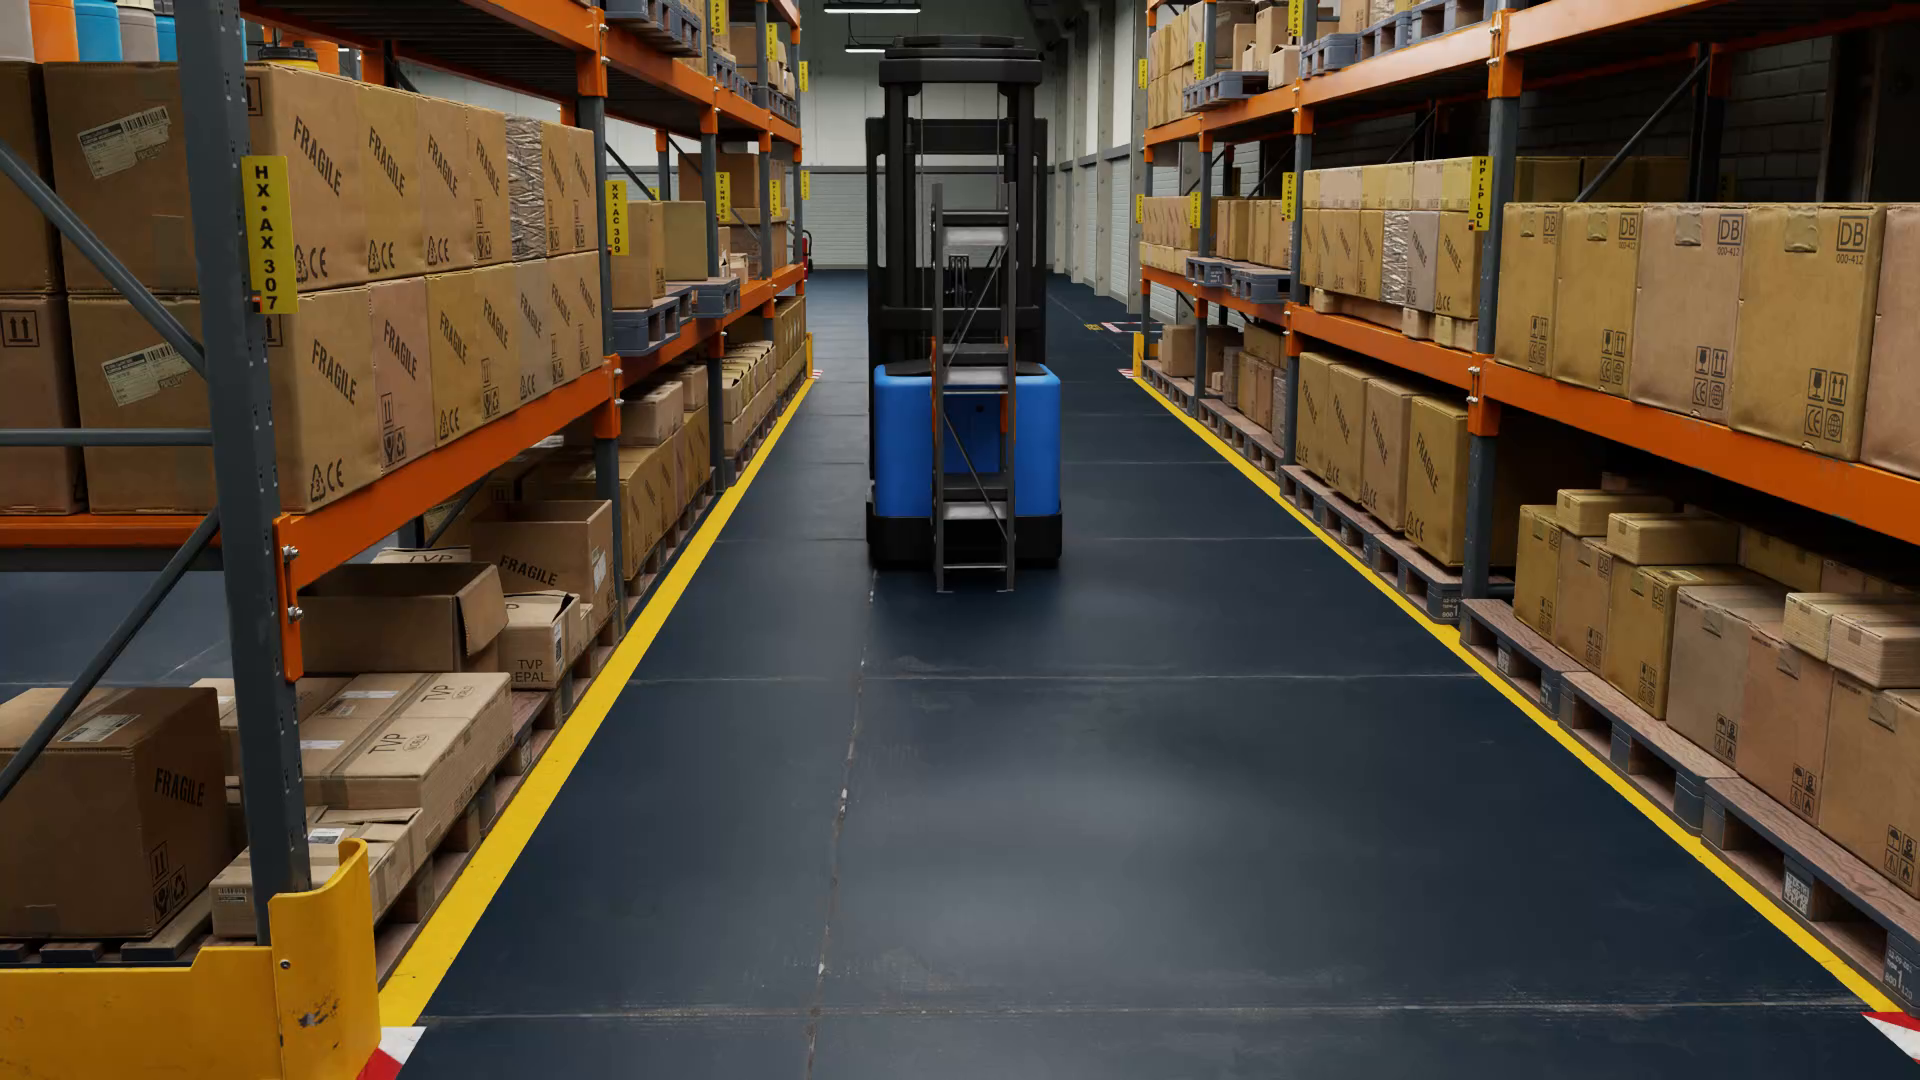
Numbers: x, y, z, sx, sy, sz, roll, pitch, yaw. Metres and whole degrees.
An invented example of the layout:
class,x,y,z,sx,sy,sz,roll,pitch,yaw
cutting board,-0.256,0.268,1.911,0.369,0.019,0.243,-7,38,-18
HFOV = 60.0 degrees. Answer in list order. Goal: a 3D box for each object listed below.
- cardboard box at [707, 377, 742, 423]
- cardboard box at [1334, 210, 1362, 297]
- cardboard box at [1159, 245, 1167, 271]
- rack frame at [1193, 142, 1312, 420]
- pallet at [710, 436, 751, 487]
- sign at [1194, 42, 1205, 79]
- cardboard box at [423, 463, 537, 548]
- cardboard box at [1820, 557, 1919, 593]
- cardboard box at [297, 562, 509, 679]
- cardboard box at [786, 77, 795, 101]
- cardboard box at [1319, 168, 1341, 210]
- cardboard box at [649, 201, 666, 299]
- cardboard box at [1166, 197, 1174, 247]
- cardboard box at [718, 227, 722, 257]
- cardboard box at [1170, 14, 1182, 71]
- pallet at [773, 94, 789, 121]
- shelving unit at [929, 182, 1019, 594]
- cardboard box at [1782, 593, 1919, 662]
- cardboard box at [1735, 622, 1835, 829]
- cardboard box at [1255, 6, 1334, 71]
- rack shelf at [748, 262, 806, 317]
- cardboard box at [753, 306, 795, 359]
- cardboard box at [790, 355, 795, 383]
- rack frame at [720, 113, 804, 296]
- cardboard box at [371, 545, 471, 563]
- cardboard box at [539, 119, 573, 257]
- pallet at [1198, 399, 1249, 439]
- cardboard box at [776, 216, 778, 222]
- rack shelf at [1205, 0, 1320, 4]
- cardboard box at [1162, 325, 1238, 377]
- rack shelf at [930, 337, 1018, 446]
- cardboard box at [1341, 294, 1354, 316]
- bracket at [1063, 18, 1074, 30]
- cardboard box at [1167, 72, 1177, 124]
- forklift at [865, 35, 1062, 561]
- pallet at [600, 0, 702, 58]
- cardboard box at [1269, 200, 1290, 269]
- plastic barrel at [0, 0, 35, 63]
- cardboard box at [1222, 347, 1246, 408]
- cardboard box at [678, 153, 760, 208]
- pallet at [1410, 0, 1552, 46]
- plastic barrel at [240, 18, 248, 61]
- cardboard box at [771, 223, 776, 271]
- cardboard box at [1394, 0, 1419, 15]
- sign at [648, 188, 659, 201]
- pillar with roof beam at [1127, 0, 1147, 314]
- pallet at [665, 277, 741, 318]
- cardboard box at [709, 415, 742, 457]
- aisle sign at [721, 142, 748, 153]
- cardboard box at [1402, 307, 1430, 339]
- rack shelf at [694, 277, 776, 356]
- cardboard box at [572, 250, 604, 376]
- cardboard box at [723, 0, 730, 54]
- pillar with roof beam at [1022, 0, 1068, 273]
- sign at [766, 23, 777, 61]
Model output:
class,x,y,z,sx,sy,sz,roll,pitch,yaw
cardboard box,-1.874,-1.040,12.091,0.500,0.311,0.500,0,11,1
cardboard box,2.561,-1.727,9.978,0.500,0.500,0.500,0,11,-1
cardboard box,2.361,-2.946,17.364,0.500,0.250,0.500,0,11,-1
rack frame,2.713,-2.618,15.419,1.000,3.000,0.127,0,11,-1
pallet,-2.135,-0.599,12.481,1.003,0.211,1.213,0,11,-1
sign,2.171,-4.338,15.051,0.100,0.325,0.005,0,11,-1
cardboard box,-2.371,-0.094,8.159,0.500,0.500,0.500,0,11,-1
cardboard box,3.027,0.153,5.360,0.380,0.149,0.250,0,11,0
cardboard box,-2.030,0.375,5.840,0.797,0.503,0.637,0,11,-1
cardboard box,-2.034,-4.835,17.773,0.500,0.250,0.500,0,11,-1
cardboard box,2.559,-2.197,10.407,0.500,0.250,0.500,0,11,-2
cardboard box,-1.938,-1.493,8.566,0.700,0.500,0.500,2,12,8
cardboard box,2.379,-3.214,16.797,0.500,0.500,0.500,-1,11,-3
cardboard box,-2.218,-2.289,13.546,0.500,0.500,0.500,0,11,-1
cardboard box,2.389,-4.948,16.543,0.500,0.500,0.500,-1,11,-3
pallet,-2.305,-4.435,17.053,1.003,0.211,1.213,0,11,-1
shelving unit,0.065,-0.800,8.723,0.431,2.100,0.503,-1,11,-3
cardboard box,2.656,0.254,4.860,0.380,0.149,0.250,0,11,0
cardboard box,2.836,0.548,5.042,0.700,0.500,0.500,0,11,-1
cardboard box,2.670,-3.989,13.324,0.500,0.500,0.500,-1,11,-3
rack shelf,-2.281,-2.642,17.346,1.077,0.370,4.000,0,11,-1
cardboard box,-1.957,-2.115,16.913,0.500,0.500,0.500,0,11,-1
cardboard box,-1.956,-1.747,16.987,0.500,0.250,0.500,0,11,-1
rack frame,-2.322,-3.392,19.235,1.000,3.000,0.127,0,11,-1
cardboard box,-2.282,0.180,7.285,0.500,0.311,0.500,0,11,-1
cardboard box,-1.791,-1.344,6.375,0.500,0.500,0.500,0,11,-2
pallet,2.731,-1.097,14.934,1.003,0.211,1.213,0,11,-1
cardboard box,-2.089,-3.375,17.270,0.380,0.149,0.250,0,11,-2
rack shelf,2.755,-4.612,12.974,1.077,0.370,4.000,0,11,-1
cardboard box,2.532,-2.006,17.585,0.700,0.500,0.500,-1,12,-5
rack shelf,0.065,-0.787,8.725,0.431,0.518,0.480,-1,11,-3
cardboard box,2.617,-1.490,10.443,0.380,0.149,0.250,0,11,-2
bracket,2.668,-12.669,40.818,0.235,0.232,0.430,0,11,-1
cardboard box,2.410,-4.558,17.135,0.500,0.500,0.500,0,11,2
forklift,-0.035,-1.560,10.376,1.130,2.935,3.031,-1,11,-3
pallet,-2.042,-2.721,8.854,1.213,0.211,1.003,0,11,-1
cardboard box,2.738,-2.292,12.454,0.700,0.500,0.500,-1,12,-7
plastic barrel,-6.909,-3.662,11.760,0.600,0.901,0.600,0,11,0
cardboard box,2.745,-1.462,14.903,0.700,0.500,0.500,0,11,1
cardboard box,-2.255,-3.370,15.611,0.700,0.500,0.500,0,11,-1
pallet,2.810,-2.586,8.199,0.805,0.209,1.217,-1,11,-3
plastic barrel,-7.105,-4.697,15.806,0.600,0.901,0.708,0,11,-1
cardboard box,-2.290,-3.040,17.250,0.700,0.500,0.500,0,11,1
cardboard box,2.925,-3.246,9.613,0.700,0.500,0.500,0,11,2
sign,-2.794,-3.057,15.209,0.100,0.325,0.005,0,11,-1
pillar with roof beam,-1.042,-8.585,29.744,9.100,9.000,0.400,0,11,-1
pallet,-2.072,-1.573,10.752,1.213,0.211,1.003,0,11,-1
cardboard box,-1.874,-0.765,12.147,0.500,0.250,0.500,0,11,-1
aisle sign,-2.629,-4.678,19.034,0.394,0.787,0.004,0,11,-1
cardboard box,2.535,-1.134,8.688,0.380,0.149,0.250,0,11,-1
rack shelf,-2.198,-1.847,13.427,1.077,0.370,4.000,0,11,-1
cardboard box,-1.807,-0.957,6.982,0.500,0.500,0.500,0,11,0
cardboard box,-2.266,-4.444,14.310,0.500,0.500,0.500,0,11,0
pillar with roof beam,-1.414,-12.163,47.381,9.100,9.000,0.548,0,11,-1
sign,-1.697,-4.479,14.955,0.100,0.325,0.005,0,11,-1
